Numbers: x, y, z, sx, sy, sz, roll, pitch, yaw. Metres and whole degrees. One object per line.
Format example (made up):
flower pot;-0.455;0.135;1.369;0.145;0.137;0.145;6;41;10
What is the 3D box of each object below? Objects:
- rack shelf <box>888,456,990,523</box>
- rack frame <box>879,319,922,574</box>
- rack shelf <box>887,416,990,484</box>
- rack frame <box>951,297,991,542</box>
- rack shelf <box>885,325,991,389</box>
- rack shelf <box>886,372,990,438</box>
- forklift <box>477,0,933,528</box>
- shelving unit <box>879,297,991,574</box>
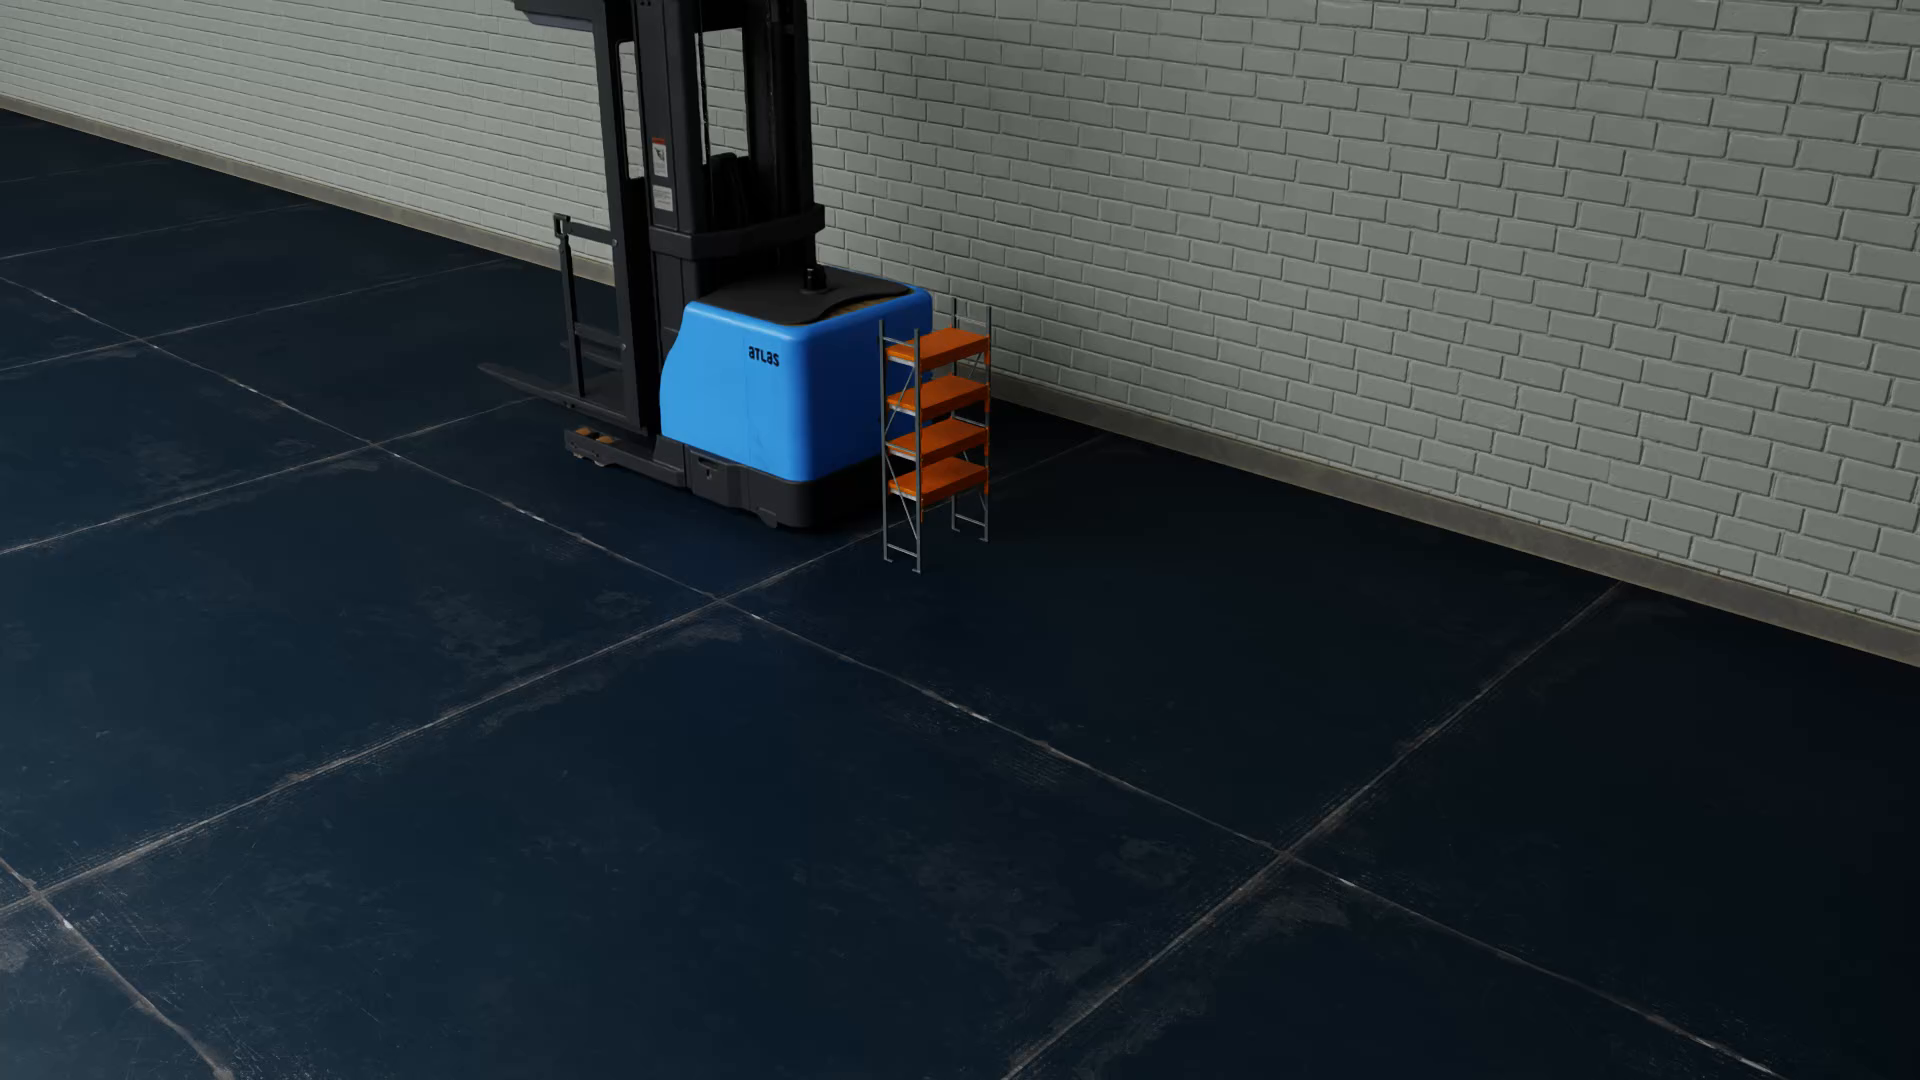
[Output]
rack shelf;-0.110;-0.254;8.001;0.258;0.148;0.480;20;31;38
rack frame;-0.273;-0.423;7.726;0.240;1.200;0.015;20;31;38
rack shelf;-0.110;-0.436;7.920;0.258;0.148;0.480;20;31;38
rack frame;0.052;-0.571;8.058;0.240;1.200;0.015;20;31;38
rack shelf;-0.110;-0.856;7.731;0.258;0.148;0.480;20;31;38
rack shelf;-0.110;-0.640;7.828;0.258;0.148;0.480;20;31;38
forklift;-1.566;-1.883;8.867;3.031;2.935;1.130;20;31;37
shelving unit;-0.110;-0.497;7.892;0.258;1.200;0.503;20;31;38
